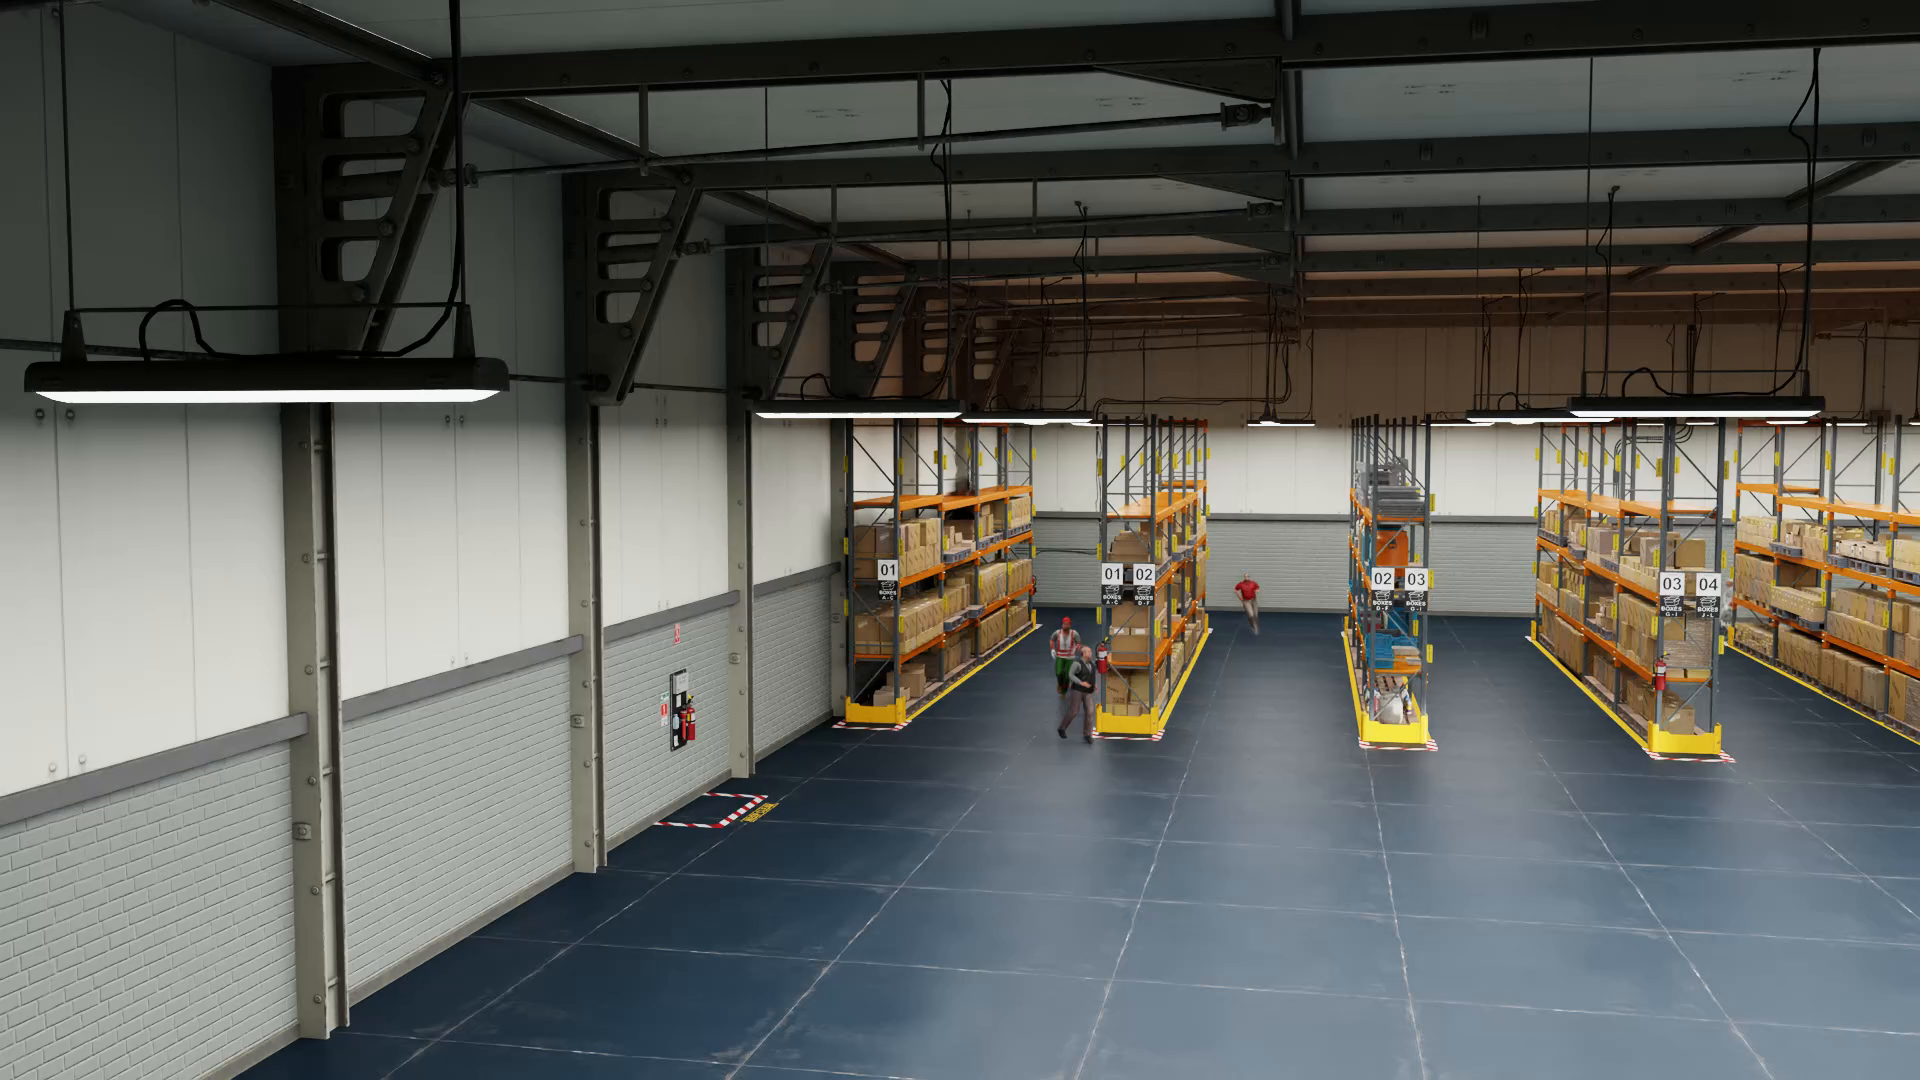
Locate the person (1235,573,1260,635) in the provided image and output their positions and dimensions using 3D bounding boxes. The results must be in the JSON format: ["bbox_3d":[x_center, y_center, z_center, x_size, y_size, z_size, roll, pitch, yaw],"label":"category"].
[{"bbox_3d":[8.074,1.795,46.504,0.678,1.764,0.729,-1,4,-10],"label":"person"}]

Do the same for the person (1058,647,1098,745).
[{"bbox_3d":[2.285,2.825,30.536,0.717,1.731,0.848,-3,5,-36],"label":"person"}]

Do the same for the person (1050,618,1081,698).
[{"bbox_3d":[2.229,2.508,35.206,0.663,1.733,0.561,0,4,6],"label":"person"}]

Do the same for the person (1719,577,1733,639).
[{"bbox_3d":[20.844,1.846,45.285,0.570,1.727,0.728,2,5,33],"label":"person"}]
